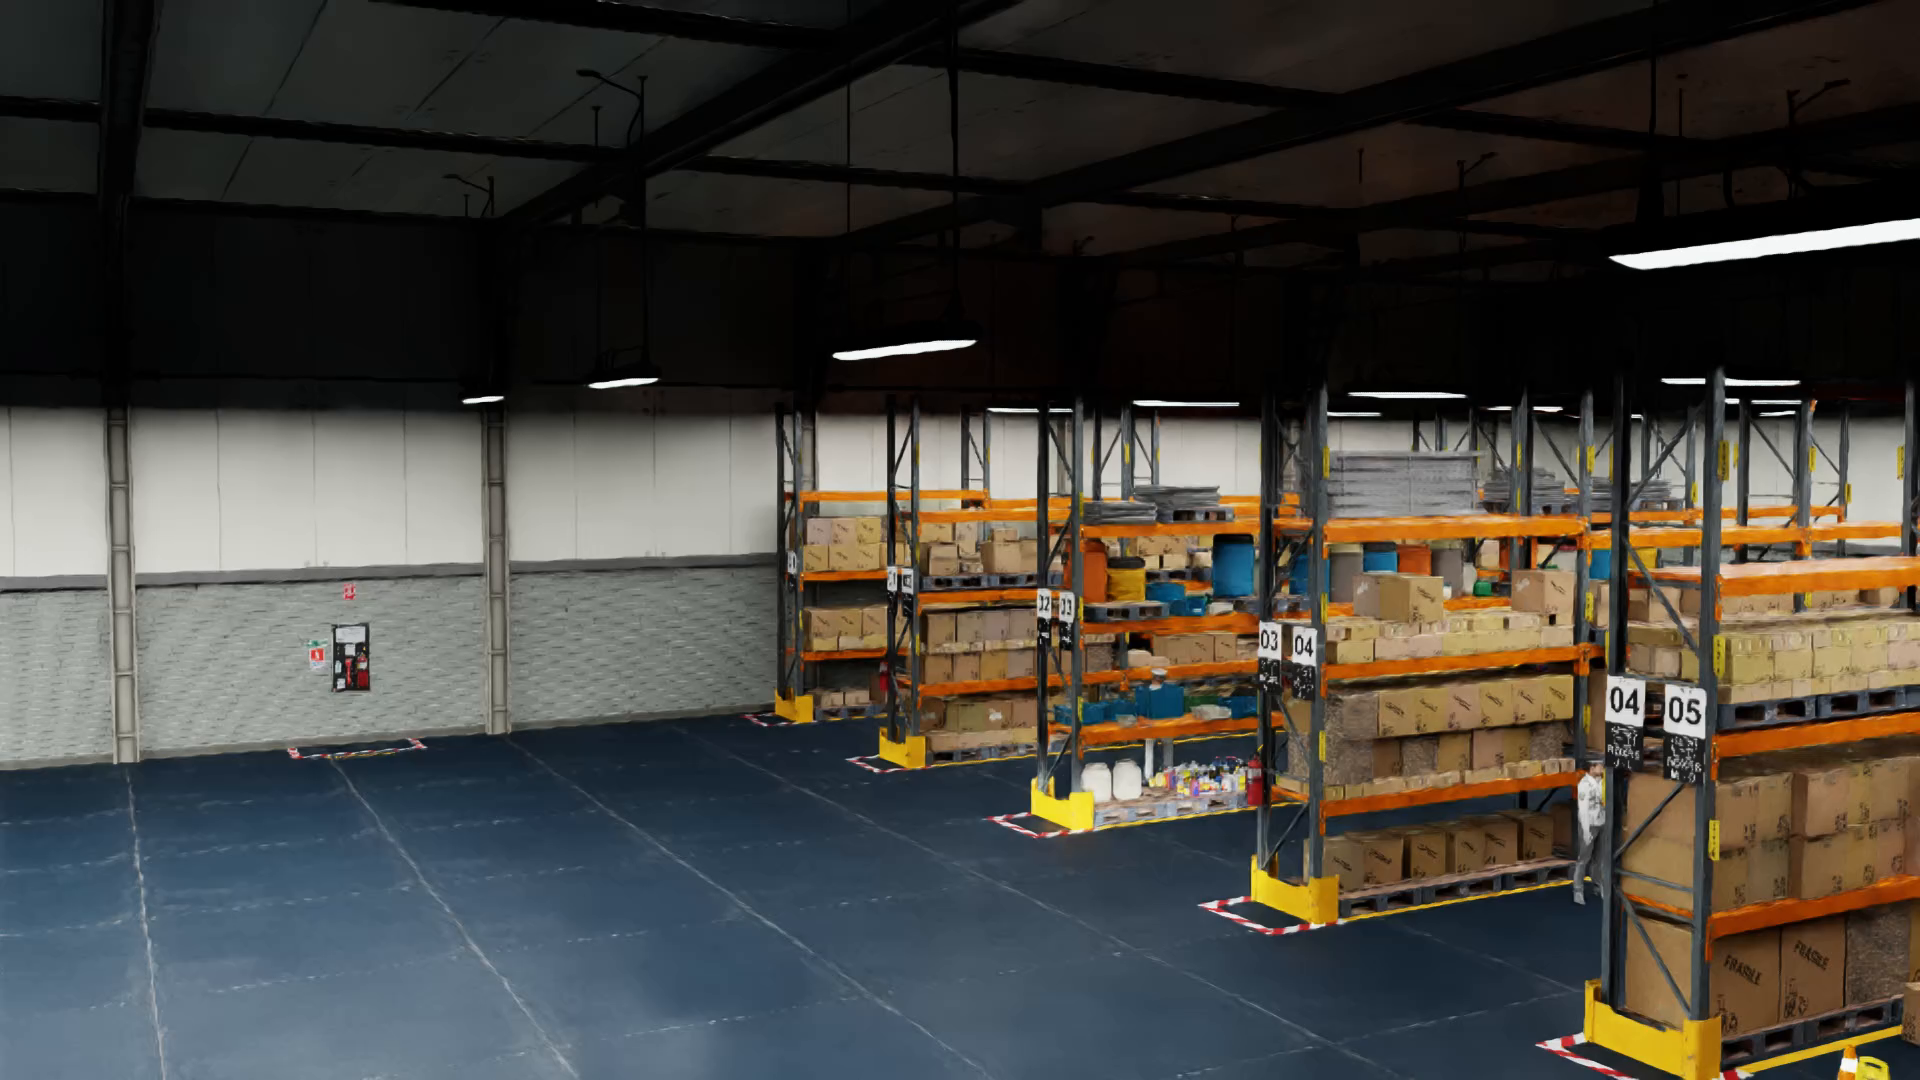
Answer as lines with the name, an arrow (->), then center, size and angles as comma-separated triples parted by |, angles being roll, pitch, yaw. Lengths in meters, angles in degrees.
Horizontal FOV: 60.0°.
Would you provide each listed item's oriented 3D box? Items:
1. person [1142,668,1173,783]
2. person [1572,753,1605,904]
person -> 3.012, 2.836, 25.478 | 0.588, 1.758, 0.497 | 0, 3, 3
person -> 7.188, 3.240, 18.830 | 0.610, 1.688, 0.360 | -3, 4, -40
